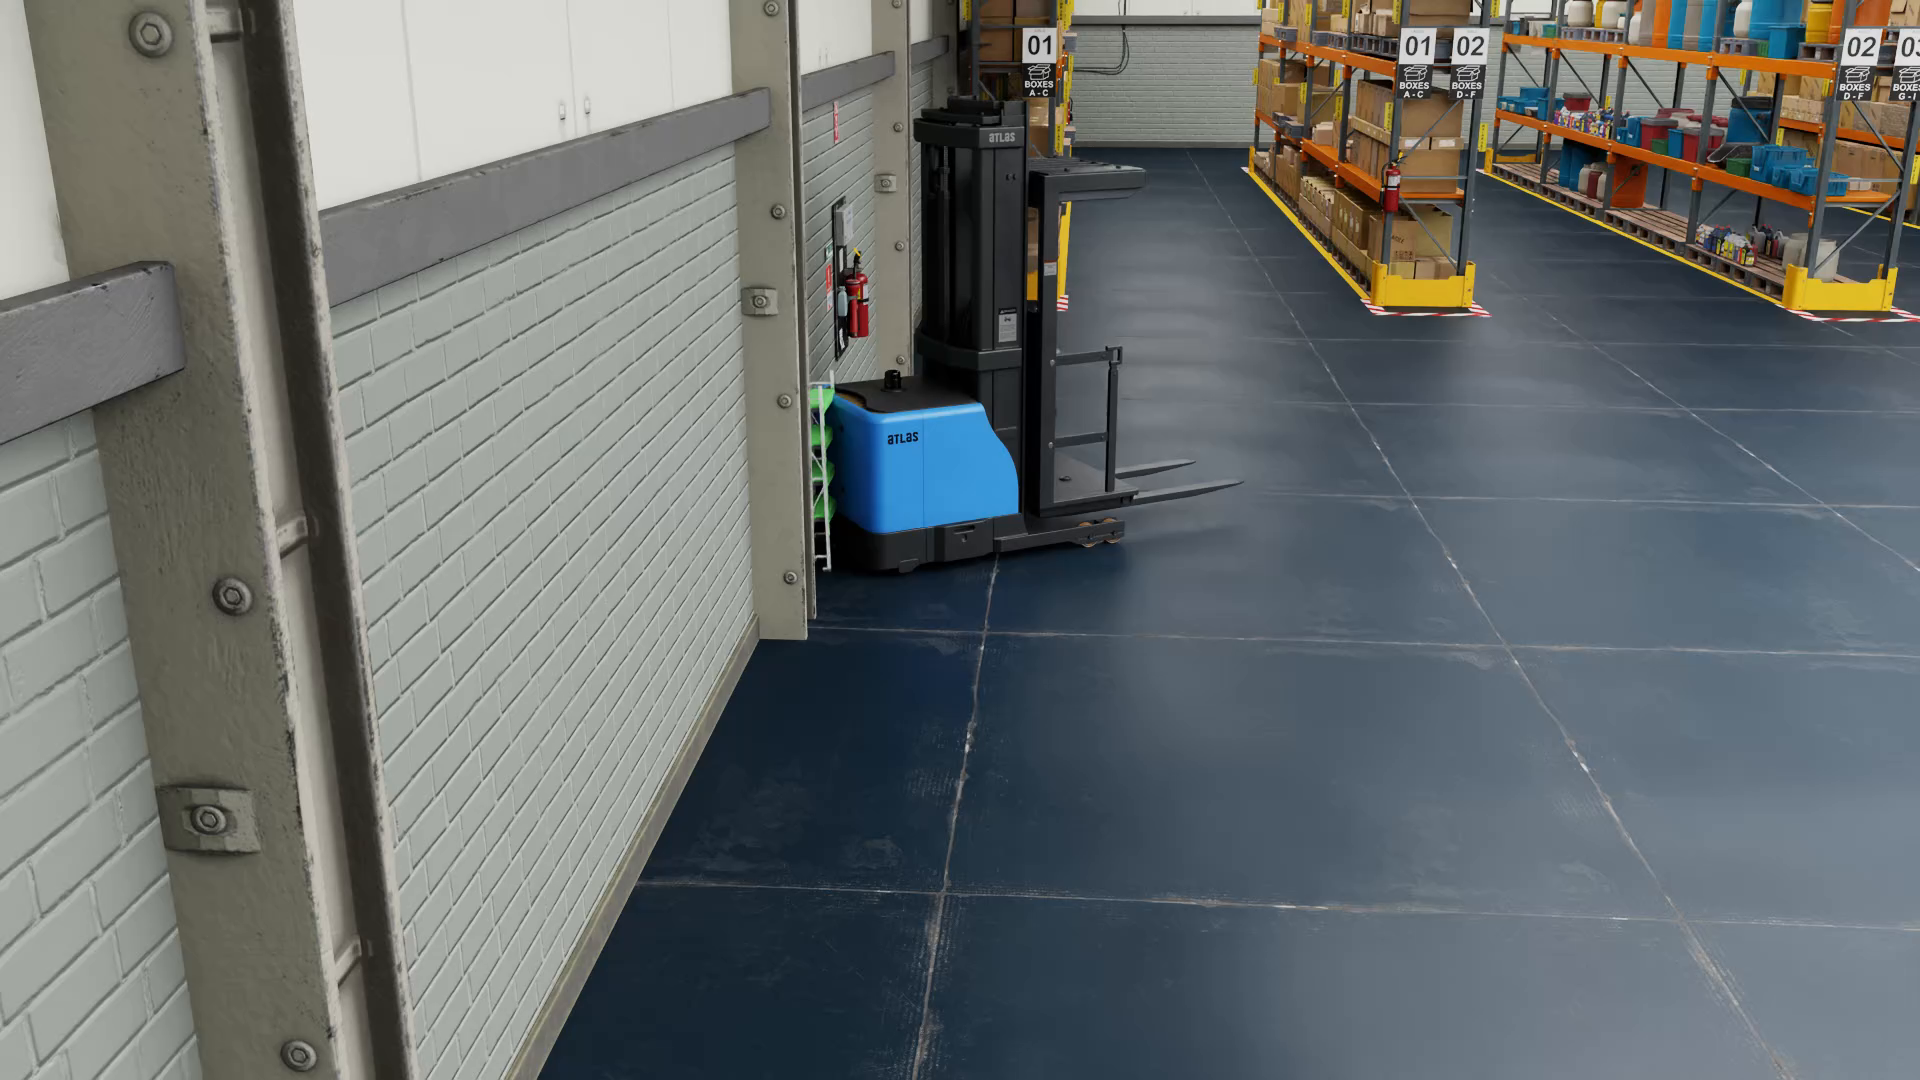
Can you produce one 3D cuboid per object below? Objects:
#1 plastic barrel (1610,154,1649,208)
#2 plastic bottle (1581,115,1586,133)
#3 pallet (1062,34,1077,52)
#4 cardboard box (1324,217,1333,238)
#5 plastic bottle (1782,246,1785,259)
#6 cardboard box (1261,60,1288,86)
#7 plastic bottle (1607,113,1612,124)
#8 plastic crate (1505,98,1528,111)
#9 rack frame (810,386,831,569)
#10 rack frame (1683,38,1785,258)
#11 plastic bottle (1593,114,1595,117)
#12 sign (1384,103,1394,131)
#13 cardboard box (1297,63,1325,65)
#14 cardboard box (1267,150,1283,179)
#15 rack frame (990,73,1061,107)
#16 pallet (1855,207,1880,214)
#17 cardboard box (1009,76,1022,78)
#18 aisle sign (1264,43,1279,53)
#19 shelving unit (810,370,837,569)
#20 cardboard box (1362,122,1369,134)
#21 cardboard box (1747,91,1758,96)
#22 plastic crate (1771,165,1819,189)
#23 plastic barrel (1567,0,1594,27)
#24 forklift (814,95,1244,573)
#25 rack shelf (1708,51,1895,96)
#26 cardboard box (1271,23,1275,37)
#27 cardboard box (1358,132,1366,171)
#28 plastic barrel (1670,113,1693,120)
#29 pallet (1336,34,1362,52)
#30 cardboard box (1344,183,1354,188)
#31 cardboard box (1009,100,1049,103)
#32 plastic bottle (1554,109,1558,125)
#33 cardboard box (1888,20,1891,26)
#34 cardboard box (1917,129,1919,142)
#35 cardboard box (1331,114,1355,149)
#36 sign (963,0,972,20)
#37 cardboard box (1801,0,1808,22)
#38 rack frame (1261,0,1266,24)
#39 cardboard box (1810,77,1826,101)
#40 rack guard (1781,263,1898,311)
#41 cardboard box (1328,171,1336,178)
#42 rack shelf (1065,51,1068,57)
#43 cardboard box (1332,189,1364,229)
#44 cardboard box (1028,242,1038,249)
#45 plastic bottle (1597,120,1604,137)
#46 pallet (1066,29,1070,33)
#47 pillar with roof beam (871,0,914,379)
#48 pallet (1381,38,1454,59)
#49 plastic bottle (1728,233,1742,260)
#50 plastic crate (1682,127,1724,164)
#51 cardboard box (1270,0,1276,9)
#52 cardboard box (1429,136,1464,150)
[{"bbox_3d":[11.112,-5.985,27.682,0.600,0.830,0.708,1,18,4],"label":"plastic barrel"},{"bbox_3d":[10.802,-7.198,28.761,0.061,0.283,0.133,1,18,4],"label":"plastic bottle"},{"bbox_3d":[1.076,-7.169,23.969,1.213,0.211,1.003,1,18,4],"label":"pallet"},{"bbox_3d":[5.607,-4.562,24.270,0.500,0.250,0.500,1,18,3],"label":"cardboard box"},{"bbox_3d":[11.014,-3.847,22.135,0.097,0.201,0.097,0,18,0],"label":"plastic bottle"},{"bbox_3d":[6.402,-9.489,33.799,0.500,0.500,0.500,1,18,4],"label":"cardboard box"},{"bbox_3d":[11.477,-7.401,29.400,0.097,0.271,0.097,0,18,0],"label":"plastic bottle"},{"bbox_3d":[11.274,-8.824,33.709,0.416,0.233,0.300,1,18,4],"label":"plastic crate"},{"bbox_3d":[-0.969,-0.388,10.572,0.240,1.200,0.015,0,18,4],"label":"rack frame"},{"bbox_3d":[10.807,-5.422,23.154,1.000,3.000,0.127,1,18,4],"label":"rack frame"},{"bbox_3d":[11.549,-7.680,30.362,0.097,0.201,0.097,0,18,0],"label":"plastic bottle"},{"bbox_3d":[5.040,-4.971,19.536,0.100,0.325,0.005,1,18,4],"label":"sign"},{"bbox_3d":[6.828,-9.001,32.310,0.500,0.500,0.500,1,18,2],"label":"cardboard box"},{"bbox_3d":[6.198,-7.223,31.957,0.500,0.500,0.500,1,18,4],"label":"cardboard box"},{"bbox_3d":[0.925,-5.643,23.828,1.000,3.000,0.127,1,18,4],"label":"rack frame"},{"bbox_3d":[16.256,-5.850,28.937,1.003,0.211,1.213,1,18,4],"label":"pallet"},{"bbox_3d":[1.067,-7.907,28.862,0.500,0.250,0.500,1,18,3],"label":"cardboard box"},{"bbox_3d":[6.439,-10.524,34.549,0.394,0.787,0.004,1,18,4],"label":"aisle sign"},{"bbox_3d":[-0.951,-0.462,10.803,0.258,1.200,0.503,0,18,4],"label":"shelving unit"},{"bbox_3d":[5.582,-5.493,22.168,0.380,0.149,0.250,1,18,2],"label":"cardboard box"},{"bbox_3d":[16.304,-8.966,33.731,0.500,0.250,0.500,1,18,2],"label":"cardboard box"},{"bbox_3d":[10.310,-4.473,20.495,0.499,0.251,0.408,1,18,4],"label":"plastic crate"},{"bbox_3d":[11.093,-9.439,29.701,0.433,0.535,0.433,0,18,0],"label":"plastic barrel"},{"bbox_3d":[0.555,-1.481,11.236,3.031,2.935,1.130,-9,20,-26],"label":"forklift"},{"bbox_3d":[10.663,-5.885,20.903,1.077,0.370,4.000,1,18,4],"label":"rack shelf"},{"bbox_3d":[6.283,-9.840,32.060,0.500,0.250,0.500,1,18,4],"label":"cardboard box"},{"bbox_3d":[5.810,-5.280,22.558,0.700,0.500,0.500,1,18,3],"label":"cardboard box"},{"bbox_3d":[11.233,-6.393,25.938,0.421,0.512,0.421,0,18,0],"label":"plastic barrel"},{"bbox_3d":[5.917,-7.143,23.894,0.805,0.209,1.217,1,18,2],"label":"pallet"},{"bbox_3d":[6.292,-5.449,26.077,0.500,0.311,0.500,1,18,4],"label":"cardboard box"},{"bbox_3d":[1.059,-6.436,25.380,0.700,0.500,0.500,4,19,11],"label":"cardboard box"},{"bbox_3d":[10.929,-7.747,30.436,0.061,0.283,0.133,1,18,4],"label":"plastic bottle"},{"bbox_3d":[16.064,-8.843,28.504,0.380,0.149,0.250,1,18,2],"label":"cardboard box"},{"bbox_3d":[15.822,-6.760,27.077,0.500,0.500,0.500,2,18,6],"label":"cardboard box"},{"bbox_3d":[6.049,-6.302,25.679,0.500,0.500,0.500,0,18,1],"label":"cardboard box"},{"bbox_3d":[0.086,-6.266,19.489,0.100,0.325,0.005,1,18,4],"label":"sign"},{"bbox_3d":[16.474,-10.262,32.112,0.700,0.500,0.500,0,18,0],"label":"cardboard box"},{"bbox_3d":[6.727,-12.112,33.934,1.000,3.000,0.127,1,18,4],"label":"rack frame"},{"bbox_3d":[16.087,-8.371,30.713,0.500,0.500,0.500,2,18,5],"label":"cardboard box"},{"bbox_3d":[10.479,-3.017,19.827,1.175,0.500,0.348,1,18,4],"label":"rack guard"},{"bbox_3d":[6.471,-5.932,28.019,0.500,0.500,0.500,2,18,6],"label":"cardboard box"},{"bbox_3d":[1.355,-8.590,29.160,1.077,0.370,4.000,1,18,4],"label":"rack shelf"},{"bbox_3d":[5.521,-4.646,23.322,0.500,0.500,0.500,1,18,4],"label":"cardboard box"},{"bbox_3d":[0.819,-3.722,21.577,0.500,0.311,0.500,3,18,8],"label":"cardboard box"},{"bbox_3d":[10.754,-6.906,27.889,0.097,0.271,0.097,0,18,0],"label":"plastic bottle"},{"bbox_3d":[1.205,-8.423,27.796,1.213,0.211,1.003,2,18,6],"label":"pallet"},{"bbox_3d":[3.690,-5.529,13.845,9.100,9.000,0.400,1,18,4],"label":"pillar with roof beam"},{"bbox_3d":[5.656,-5.894,19.918,1.003,0.211,1.213,1,18,4],"label":"pallet"},{"bbox_3d":[10.278,-3.883,22.003,0.144,0.351,0.185,2,18,6],"label":"plastic bottle"},{"bbox_3d":[10.536,-5.610,23.623,0.402,0.464,0.583,1,18,4],"label":"plastic crate"},{"bbox_3d":[6.586,-10.896,33.274,0.700,0.500,0.500,1,18,4],"label":"cardboard box"},{"bbox_3d":[5.823,-4.764,19.944,0.380,0.149,0.250,1,18,4],"label":"cardboard box"}]
